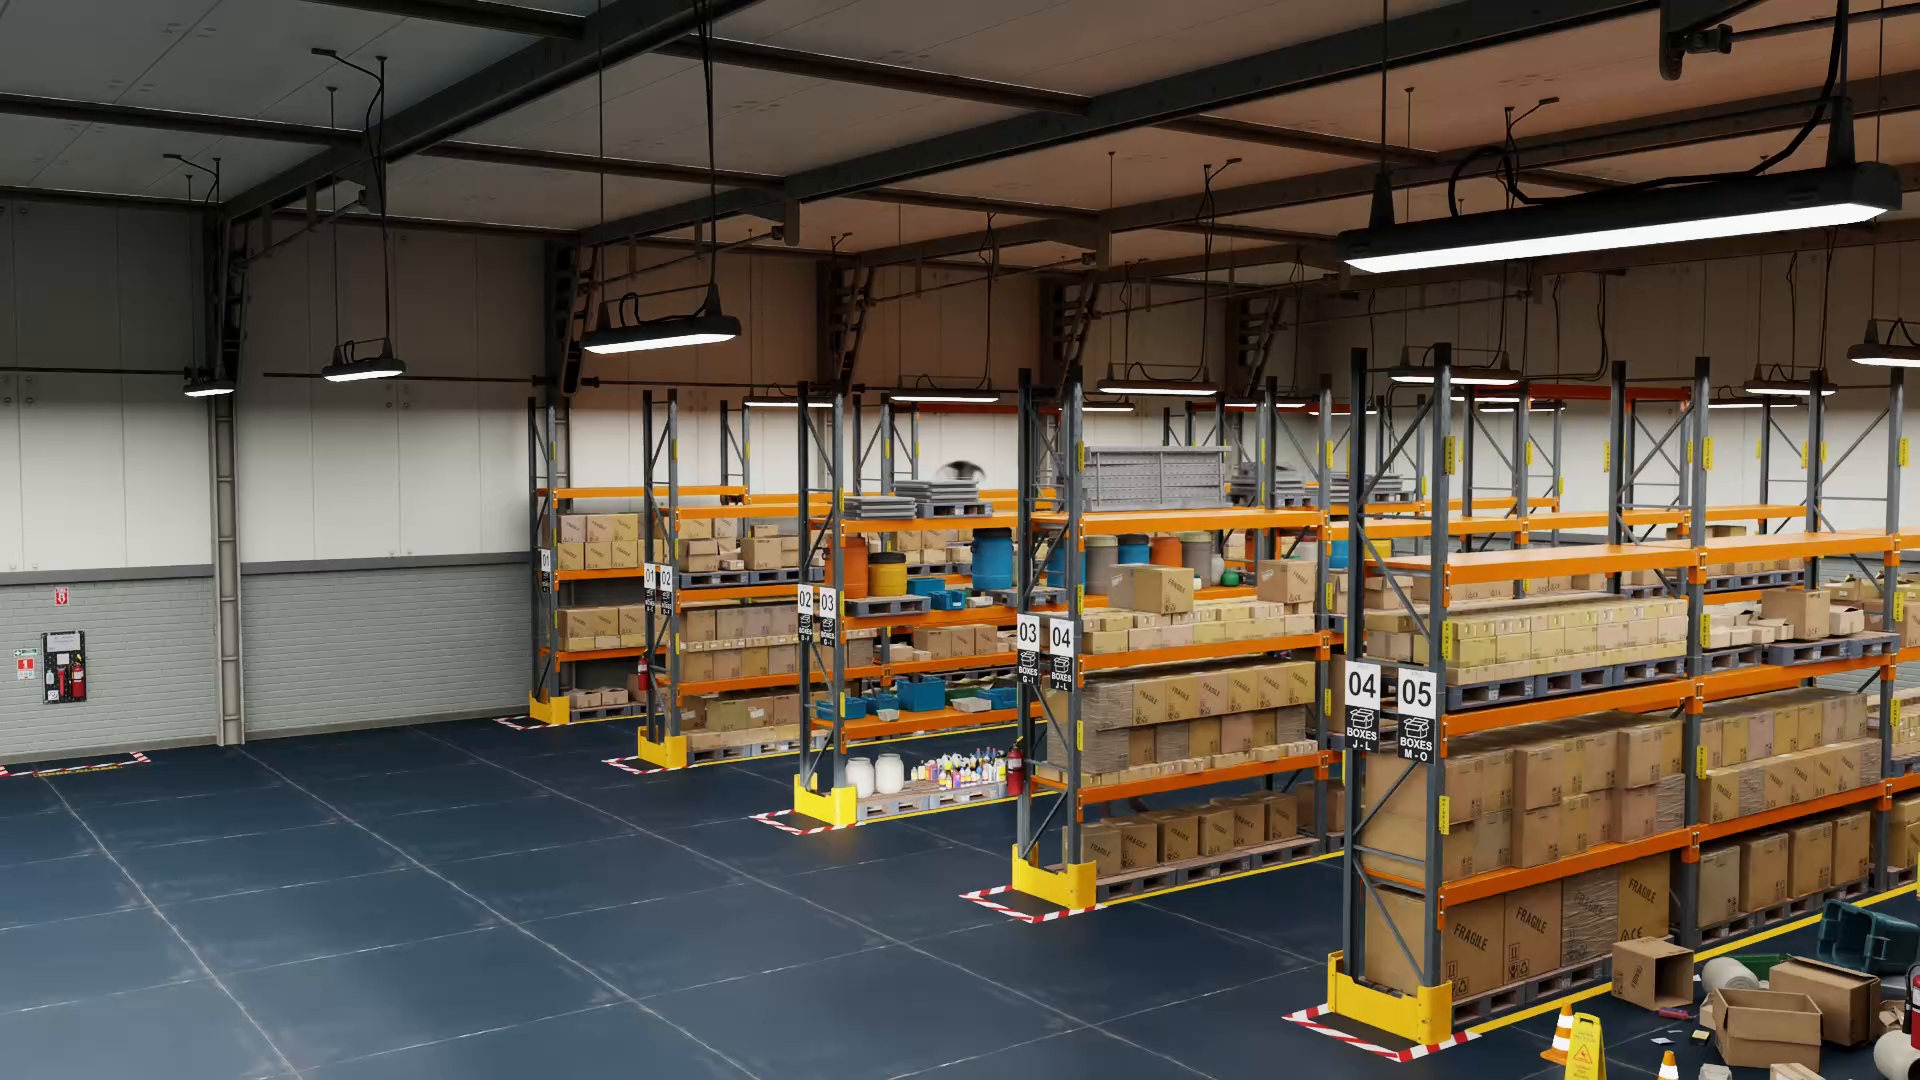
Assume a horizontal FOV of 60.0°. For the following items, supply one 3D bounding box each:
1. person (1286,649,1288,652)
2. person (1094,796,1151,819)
[{"bbox_3d":[6.213,2.527,30.475,0.768,1.713,0.644,-3,4,-39],"label":"person"},{"bbox_3d":[2.131,3.083,21.713,1.065,1.556,0.659,-2,4,-26],"label":"person"}]
